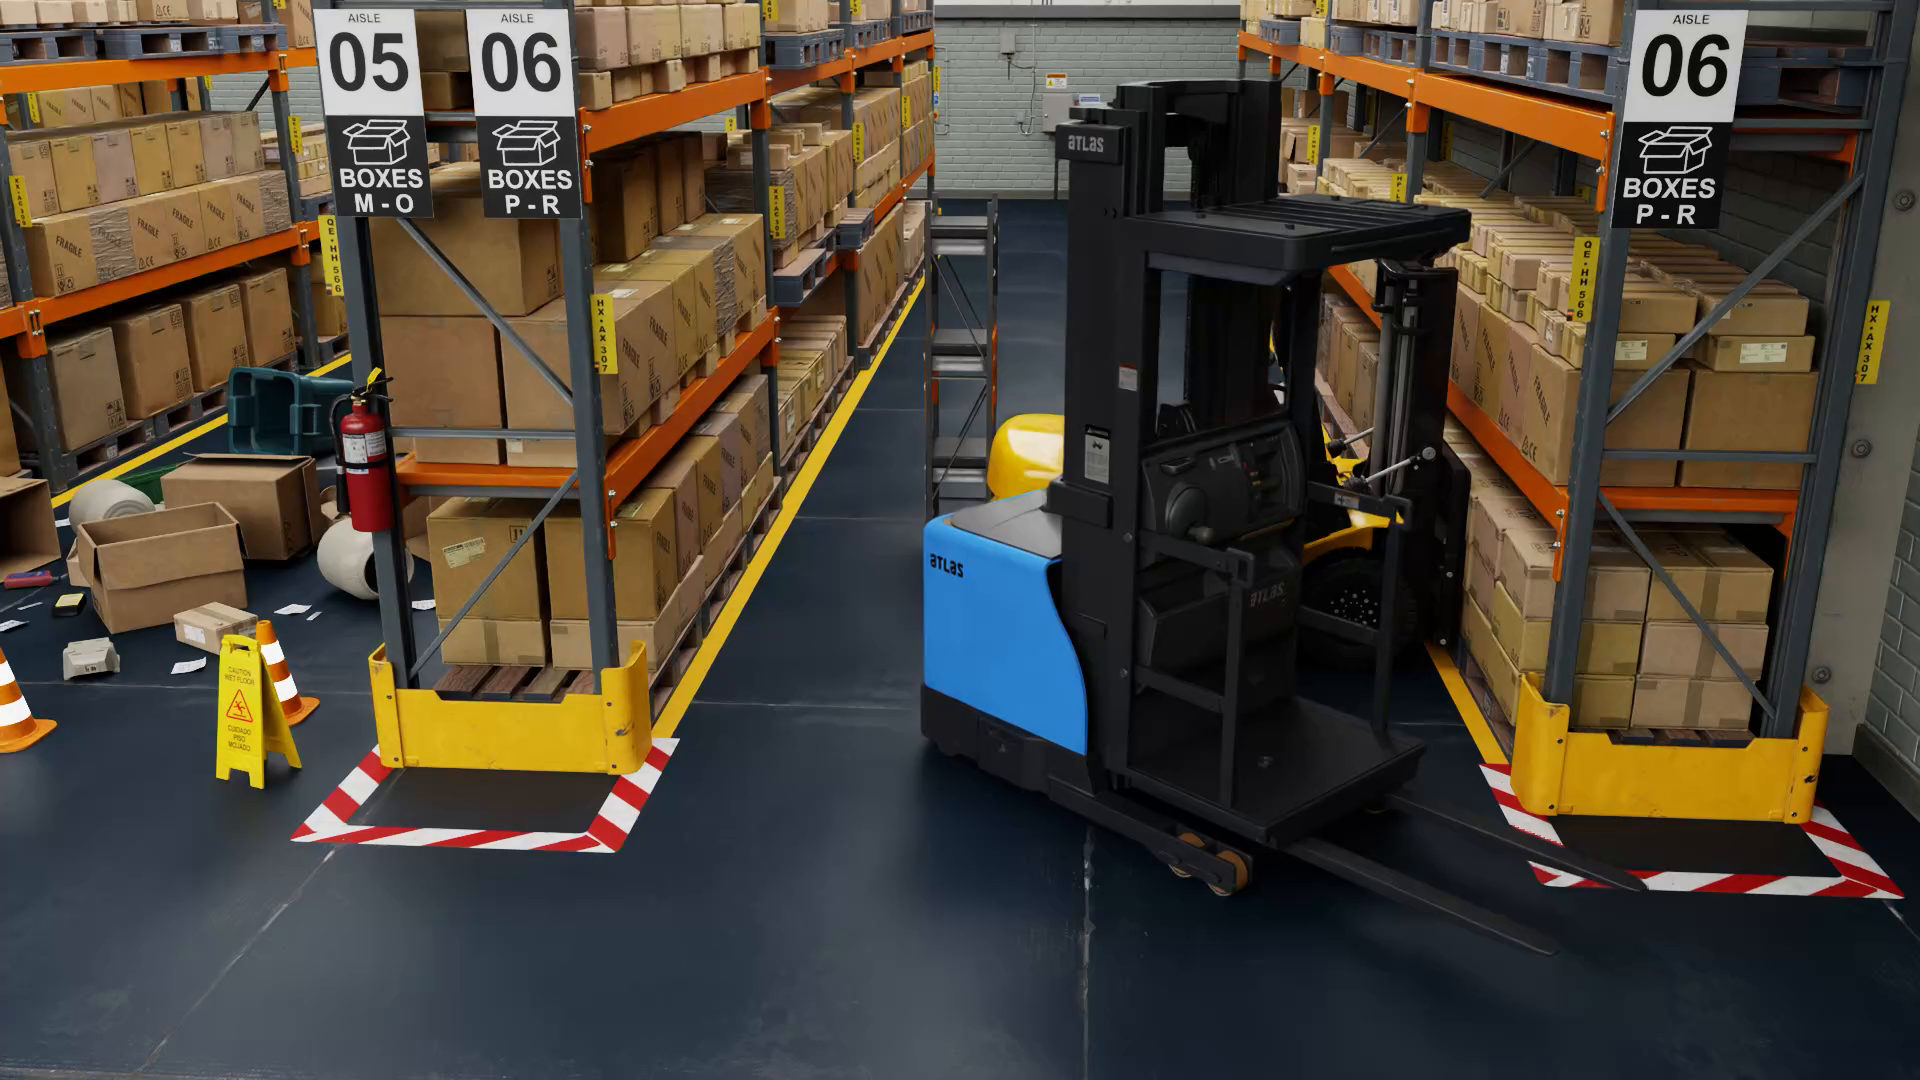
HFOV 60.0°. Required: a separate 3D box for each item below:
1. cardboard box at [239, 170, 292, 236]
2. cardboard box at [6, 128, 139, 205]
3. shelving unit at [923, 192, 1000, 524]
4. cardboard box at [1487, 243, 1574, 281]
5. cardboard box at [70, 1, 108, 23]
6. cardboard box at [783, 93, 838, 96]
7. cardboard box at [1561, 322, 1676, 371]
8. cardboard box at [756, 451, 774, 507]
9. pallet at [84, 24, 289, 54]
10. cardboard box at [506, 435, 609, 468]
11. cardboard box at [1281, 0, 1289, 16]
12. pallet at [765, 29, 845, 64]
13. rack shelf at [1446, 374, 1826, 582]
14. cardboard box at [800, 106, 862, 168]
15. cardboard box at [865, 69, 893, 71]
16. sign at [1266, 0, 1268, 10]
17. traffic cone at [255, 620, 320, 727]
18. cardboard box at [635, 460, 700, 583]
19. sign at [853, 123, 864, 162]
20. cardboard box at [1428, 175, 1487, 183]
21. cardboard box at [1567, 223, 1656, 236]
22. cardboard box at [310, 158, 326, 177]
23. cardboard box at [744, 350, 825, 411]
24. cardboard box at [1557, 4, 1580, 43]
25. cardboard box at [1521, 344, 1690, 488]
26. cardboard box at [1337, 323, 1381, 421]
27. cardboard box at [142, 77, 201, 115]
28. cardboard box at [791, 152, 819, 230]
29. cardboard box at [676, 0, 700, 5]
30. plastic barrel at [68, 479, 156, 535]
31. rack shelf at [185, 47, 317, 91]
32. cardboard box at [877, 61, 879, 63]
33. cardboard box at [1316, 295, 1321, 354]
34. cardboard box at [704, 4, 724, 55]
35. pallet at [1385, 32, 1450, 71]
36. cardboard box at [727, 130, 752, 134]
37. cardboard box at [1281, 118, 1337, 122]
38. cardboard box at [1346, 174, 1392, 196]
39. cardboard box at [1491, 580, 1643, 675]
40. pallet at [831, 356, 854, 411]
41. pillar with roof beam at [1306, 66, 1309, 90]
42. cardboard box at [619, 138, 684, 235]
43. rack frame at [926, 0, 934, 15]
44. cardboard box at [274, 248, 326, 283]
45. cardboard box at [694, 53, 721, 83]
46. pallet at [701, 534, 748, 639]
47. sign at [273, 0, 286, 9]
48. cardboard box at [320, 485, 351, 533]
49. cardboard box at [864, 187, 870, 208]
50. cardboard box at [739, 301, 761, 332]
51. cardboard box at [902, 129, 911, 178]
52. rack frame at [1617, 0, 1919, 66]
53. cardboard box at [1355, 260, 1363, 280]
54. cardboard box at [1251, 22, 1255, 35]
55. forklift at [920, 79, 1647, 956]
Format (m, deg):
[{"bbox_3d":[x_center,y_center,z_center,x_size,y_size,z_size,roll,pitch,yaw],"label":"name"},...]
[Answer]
[{"bbox_3d":[-6.129,-2.903,14.306,0.500,0.500,0.500,1,18,4],"label":"cardboard box"},{"bbox_3d":[-6.551,-2.753,12.242,0.700,0.500,0.500,1,18,4],"label":"cardboard box"},{"bbox_3d":[0.012,-1.049,10.253,0.431,2.100,0.503,1,18,4],"label":"shelving unit"},{"bbox_3d":[2.764,-1.340,8.016,0.380,0.149,0.250,2,18,5],"label":"cardboard box"},{"bbox_3d":[-6.292,-3.742,11.777,0.380,0.149,0.250,1,18,4],"label":"cardboard box"},{"bbox_3d":[-1.499,-4.243,16.789,0.500,0.500,0.500,1,18,3],"label":"cardboard box"},{"bbox_3d":[2.703,-0.798,6.839,0.380,0.149,0.250,2,18,5],"label":"cardboard box"},{"bbox_3d":[-1.481,-0.384,10.518,0.500,0.250,0.500,2,18,6],"label":"cardboard box"},{"bbox_3d":[-6.358,-4.136,13.715,1.213,0.211,1.003,2,18,6],"label":"pallet"},{"bbox_3d":[-1.763,-0.420,7.290,0.380,0.149,0.250,1,18,4],"label":"cardboard box"},{"bbox_3d":[3.301,-5.129,16.009,0.380,0.149,0.250,2,18,5],"label":"cardboard box"},{"bbox_3d":[-1.485,-3.528,11.857,1.213,0.211,1.003,1,18,4],"label":"pallet"},{"bbox_3d":[3.101,-0.608,8.616,1.077,0.370,4.000,1,18,4],"label":"rack shelf"},{"bbox_3d":[-1.141,-3.593,14.805,0.500,0.500,0.500,1,18,2],"label":"cardboard box"},{"bbox_3d":[-0.874,-5.249,18.815,0.380,0.149,0.250,1,18,3],"label":"cardboard box"},{"bbox_3d":[3.276,-5.736,17.464,0.100,0.325,0.005,1,18,4],"label":"sign"},{"bbox_3d":[-3.250,0.605,7.833,0.336,0.463,0.334,1,18,4],"label":"traffic cone"},{"bbox_3d":[-1.626,-0.102,8.453,0.500,0.500,0.500,1,18,2],"label":"cardboard box"},{"bbox_3d":[-0.878,-3.426,14.329,0.100,0.325,0.005,1,18,4],"label":"sign"},{"bbox_3d":[3.744,-2.664,12.533,0.380,0.149,0.250,1,18,3],"label":"cardboard box"},{"bbox_3d":[3.398,-1.565,8.702,0.380,0.149,0.250,1,18,3],"label":"cardboard box"},{"bbox_3d":[-6.113,-3.453,15.396,0.380,0.149,0.250,2,18,7],"label":"cardboard box"},{"bbox_3d":[-1.576,-1.234,12.916,0.950,0.372,0.625,2,18,6],"label":"cardboard box"},{"bbox_3d":[2.714,-2.146,6.905,0.380,0.149,0.250,1,18,2],"label":"cardboard box"},{"bbox_3d":[2.731,-0.535,7.077,0.500,0.500,0.500,1,18,3],"label":"cardboard box"},{"bbox_3d":[3.385,-1.279,12.647,0.875,0.625,0.625,1,18,2],"label":"cardboard box"},{"bbox_3d":[-10.504,-5.898,22.164,0.500,0.500,0.500,2,18,5],"label":"cardboard box"},{"bbox_3d":[-1.303,-2.517,11.974,0.500,0.500,0.500,1,18,4],"label":"cardboard box"},{"bbox_3d":[-1.528,-2.778,8.391,0.380,0.149,0.250,2,18,5],"label":"cardboard box"},{"bbox_3d":[-5.203,-0.149,10.197,0.512,0.421,0.421,17,25,41],"label":"plastic barrel"},{"bbox_3d":[-6.222,-4.707,16.307,1.077,0.370,4.000,1,18,4],"label":"rack shelf"},{"bbox_3d":[-1.229,-5.973,21.026,0.380,0.149,0.250,2,18,6],"label":"cardboard box"},{"bbox_3d":[3.347,-1.961,14.930,0.500,0.500,0.500,2,18,6],"label":"cardboard box"},{"bbox_3d":[-1.557,-2.718,8.846,0.500,0.250,0.500,1,18,3],"label":"cardboard box"},{"bbox_3d":[3.294,-3.180,10.799,0.805,0.209,1.217,1,18,2],"label":"pallet"},{"bbox_3d":[-1.684,-3.177,13.987,0.500,0.500,0.500,1,18,2],"label":"cardboard box"},{"bbox_3d":[3.560,-4.157,17.458,0.700,0.500,0.500,2,18,5],"label":"cardboard box"},{"bbox_3d":[3.132,-2.675,12.568,0.380,0.149,0.250,2,18,5],"label":"cardboard box"},{"bbox_3d":[2.680,0.383,7.376,0.500,0.250,0.500,1,18,3],"label":"cardboard box"},{"bbox_3d":[-1.478,-1.355,14.219,1.003,0.211,1.213,1,18,4],"label":"pallet"},{"bbox_3d":[0.903,-9.062,23.627,9.100,9.000,0.400,1,18,4],"label":"pillar with roof beam"},{"bbox_3d":[-2.013,-2.054,9.632,0.700,0.500,0.500,1,18,4],"label":"cardboard box"},{"bbox_3d":[-0.847,-8.258,21.174,1.000,3.000,0.127,1,18,4],"label":"rack frame"},{"bbox_3d":[-6.074,-2.579,15.611,0.500,0.250,0.500,0,18,1],"label":"cardboard box"},{"bbox_3d":[-1.514,-2.562,9.012,0.380,0.149,0.250,2,18,5],"label":"cardboard box"},{"bbox_3d":[-1.805,0.234,9.370,1.003,0.211,1.213,1,18,4],"label":"pallet"},{"bbox_3d":[-5.812,-4.696,14.161,0.100,0.325,0.005,1,18,4],"label":"sign"},{"bbox_3d":[-3.906,-0.176,10.534,0.258,0.266,0.396,-13,22,-34],"label":"cardboard box"},{"bbox_3d":[-1.115,-3.158,15.483,0.500,0.250,0.500,1,18,2],"label":"cardboard box"},{"bbox_3d":[-1.437,-1.377,10.211,0.380,0.149,0.250,2,18,5],"label":"cardboard box"},{"bbox_3d":[-0.839,-4.352,18.728,0.500,0.500,0.500,2,18,6],"label":"cardboard box"},{"bbox_3d":[2.957,-3.179,5.674,1.000,3.000,0.127,1,18,4],"label":"rack frame"},{"bbox_3d":[3.116,-1.972,11.864,0.500,0.250,0.500,1,18,4],"label":"cardboard box"},{"bbox_3d":[3.643,-6.036,19.613,0.380,0.149,0.250,1,18,4],"label":"cardboard box"},{"bbox_3d":[1.188,-0.223,6.397,1.130,2.935,3.031,-16,24,-40],"label":"forklift"}]
